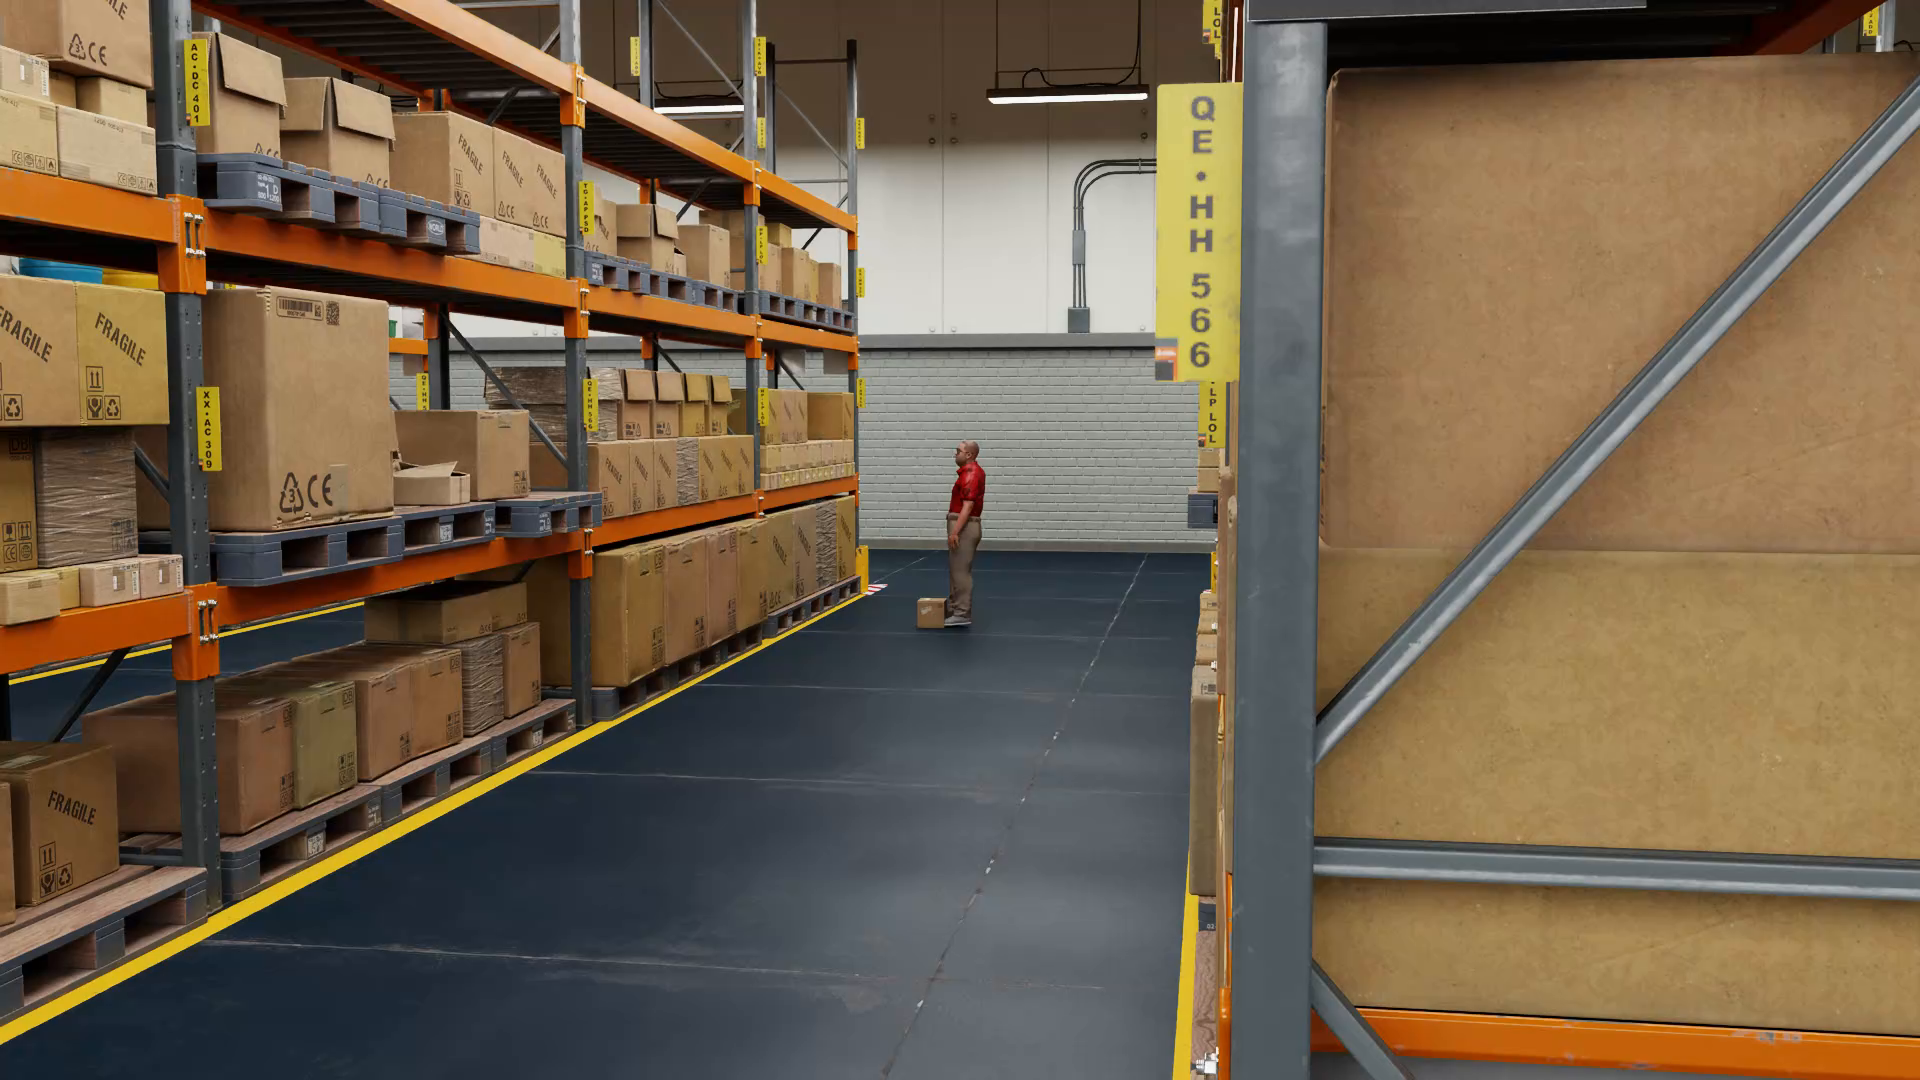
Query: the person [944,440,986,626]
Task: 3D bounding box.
[{"bbox_3d":[-0.053,-0.065,15.461,0.550,1.727,0.640,1,4,9],"label":"person"}]
